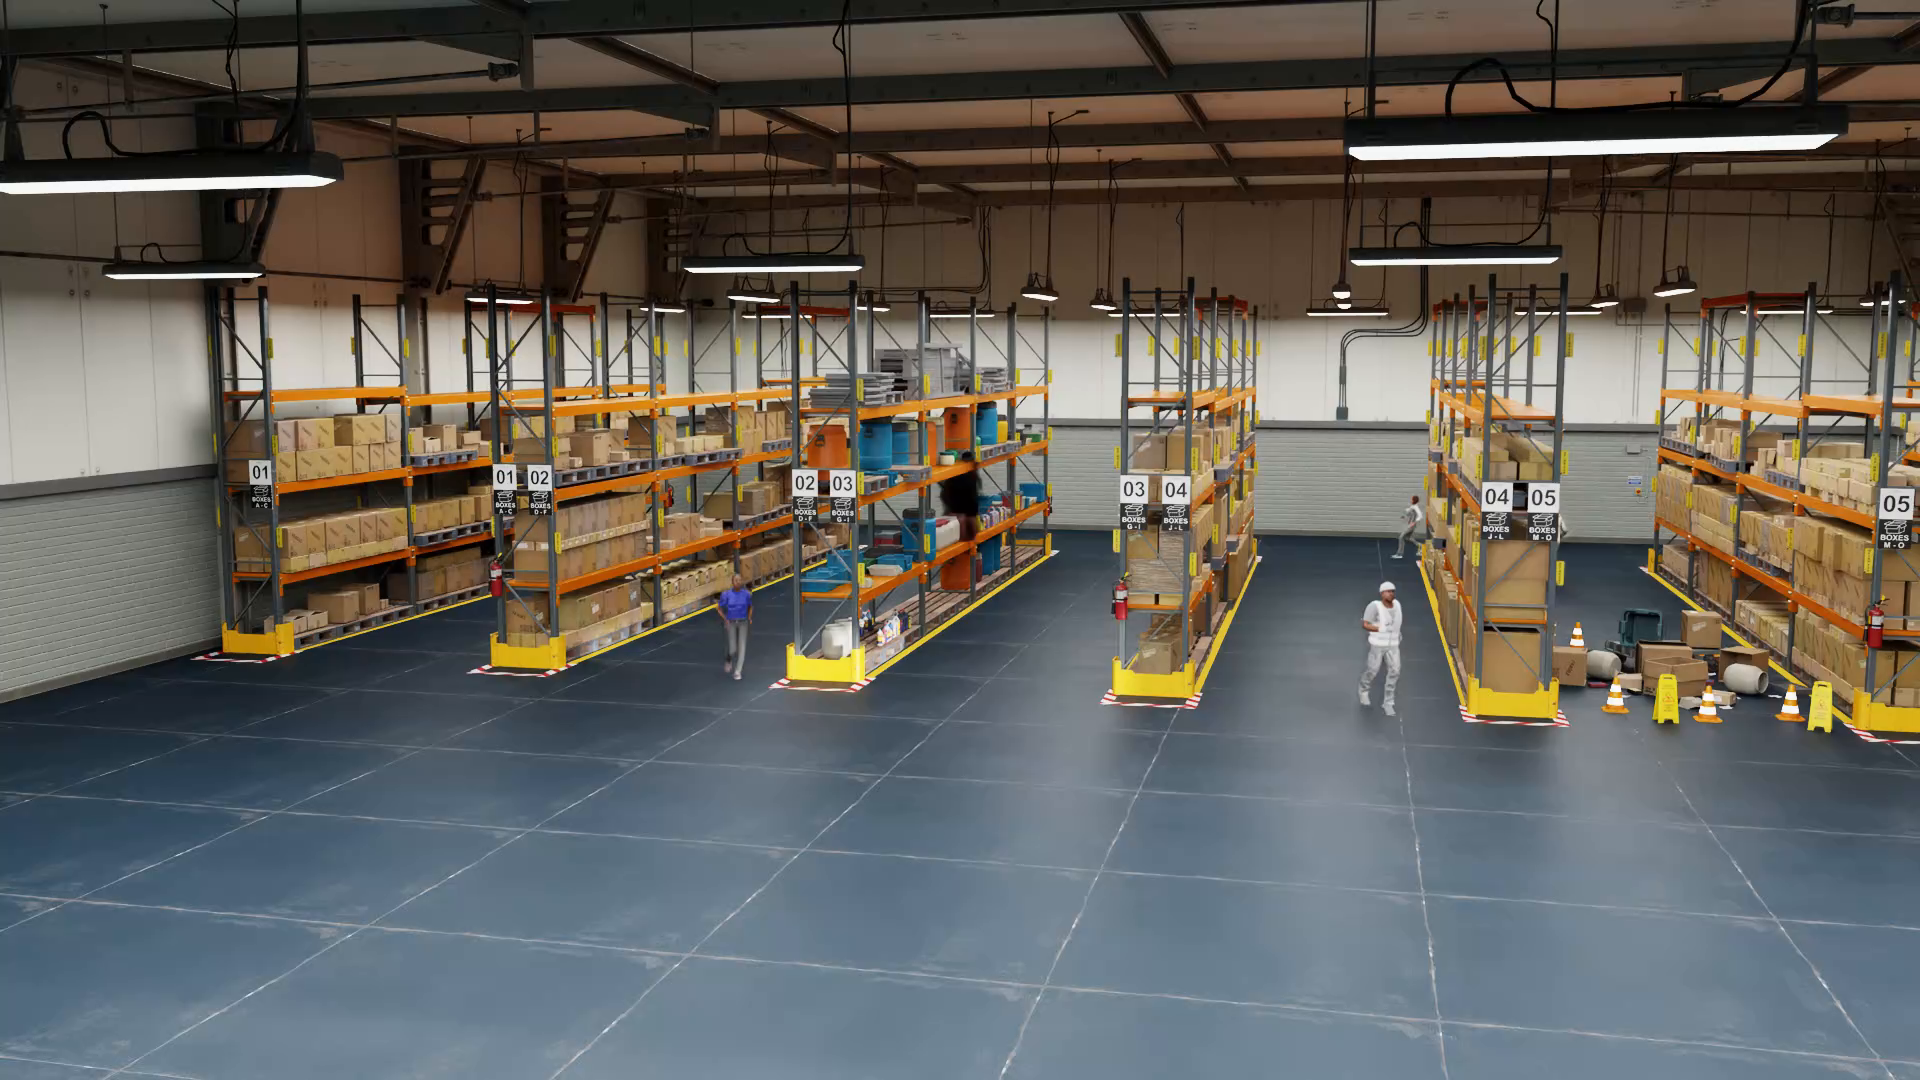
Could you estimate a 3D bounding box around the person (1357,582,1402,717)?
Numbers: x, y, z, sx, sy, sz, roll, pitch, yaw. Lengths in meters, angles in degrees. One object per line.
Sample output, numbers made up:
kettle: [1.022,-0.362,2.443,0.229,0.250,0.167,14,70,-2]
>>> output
person: [5.846,1.487,23.029,0.682,1.851,0.816,-2,7,-15]

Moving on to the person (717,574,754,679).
person: [-3.397,1.314,25.244,0.534,1.599,0.549,-2,7,-20]

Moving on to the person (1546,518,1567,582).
person: [12.637,0.055,35.635,0.663,1.727,0.697,0,7,-1]

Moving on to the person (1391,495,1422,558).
person: [10.678,-0.311,39.509,0.790,1.548,0.607,1,7,10]
